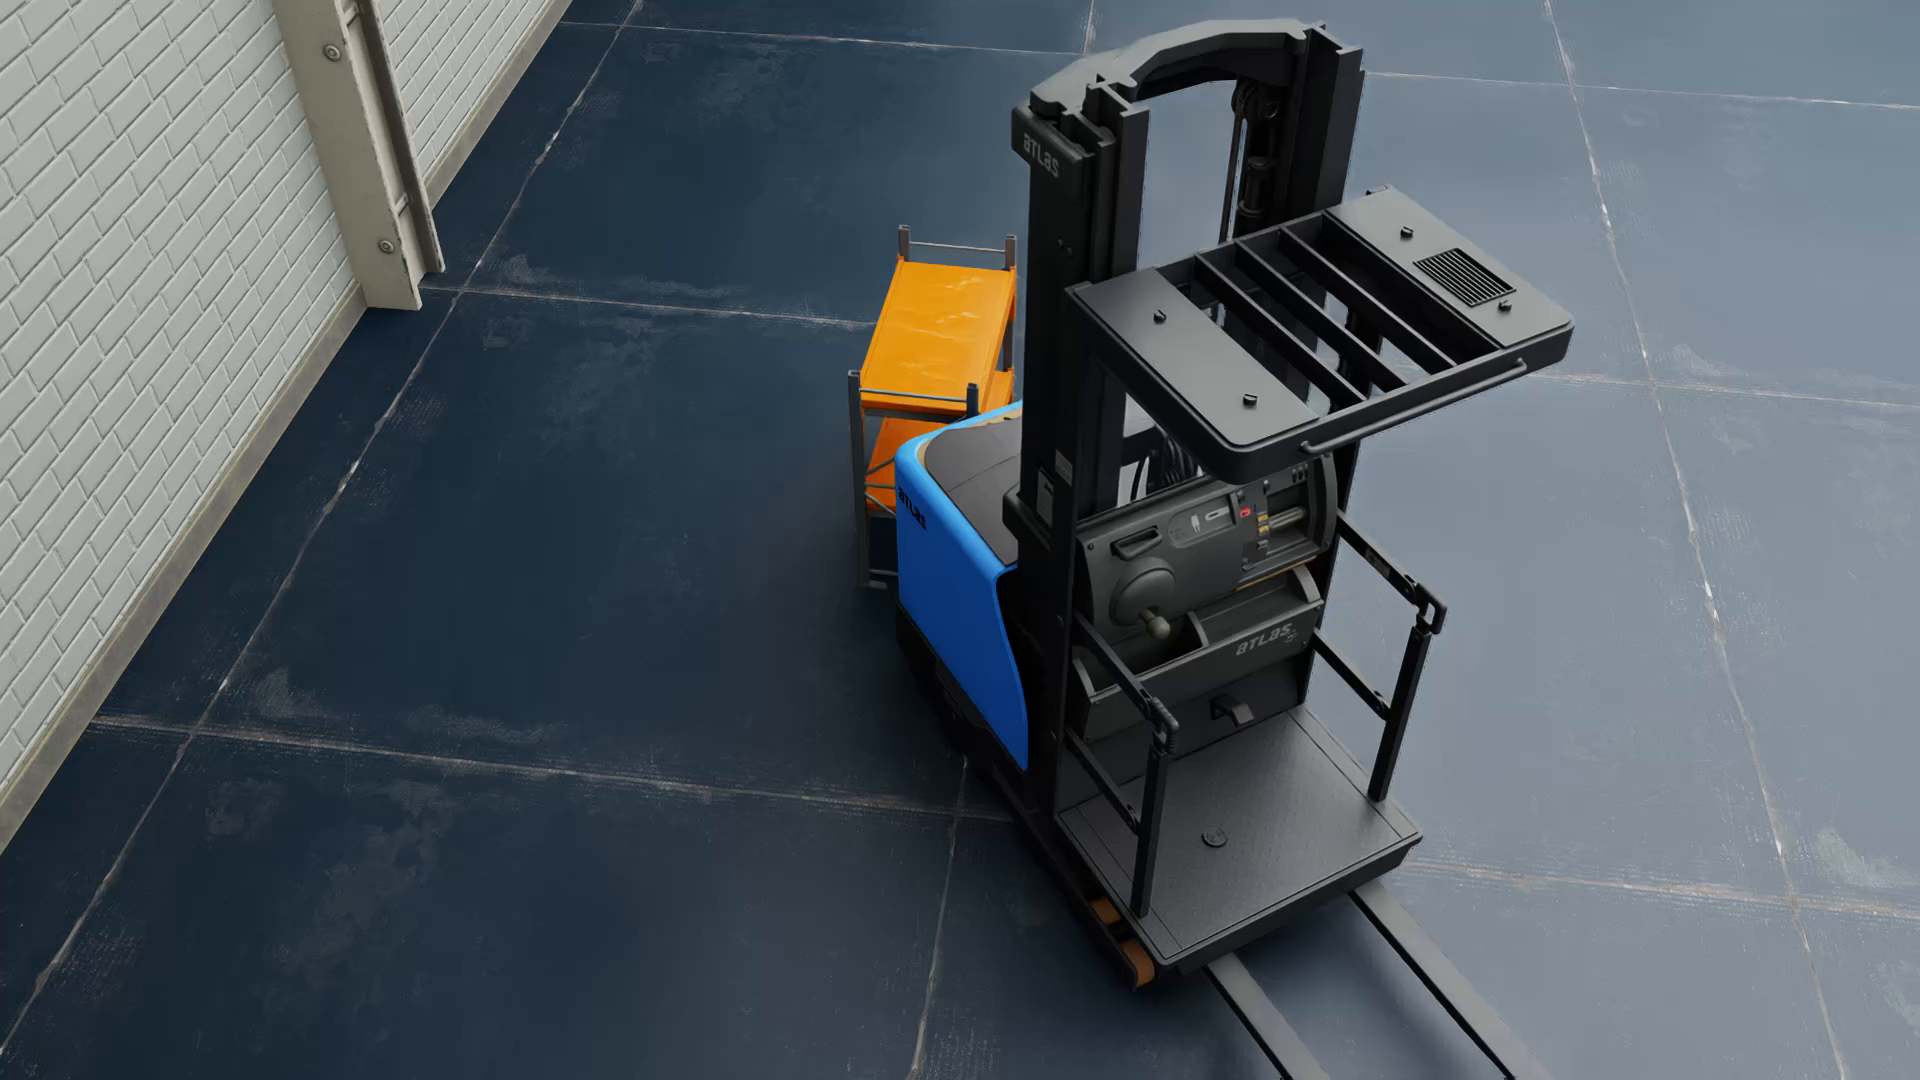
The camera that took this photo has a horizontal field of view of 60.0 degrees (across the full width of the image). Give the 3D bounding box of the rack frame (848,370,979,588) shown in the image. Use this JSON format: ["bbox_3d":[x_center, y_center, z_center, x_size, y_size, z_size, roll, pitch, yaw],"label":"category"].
[{"bbox_3d":[-0.177,-0.199,6.664,0.500,1.125,0.032,7,44,7],"label":"rack frame"}]

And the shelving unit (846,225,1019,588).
[{"bbox_3d":[-0.094,-0.544,7.028,0.538,1.125,1.048,7,44,7],"label":"shelving unit"}]

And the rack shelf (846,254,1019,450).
[{"bbox_3d":[-0.094,-0.756,6.827,0.538,0.278,1.000,7,44,7],"label":"rack shelf"}]

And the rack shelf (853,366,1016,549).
[{"bbox_3d":[-0.094,-0.366,7.196,0.538,0.278,1.000,7,44,7],"label":"rack shelf"}]

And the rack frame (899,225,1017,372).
[{"bbox_3d":[-0.011,-0.888,7.392,0.500,1.125,0.032,7,44,7],"label":"rack frame"}]

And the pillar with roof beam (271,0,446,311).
[{"bbox_3d":[1.369,-4.200,5.163,9.100,9.000,0.400,5,44,6],"label":"pillar with roof beam"}]

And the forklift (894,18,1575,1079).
[{"bbox_3d":[0.893,0.093,5.042,1.130,2.935,3.031,-21,47,-20],"label":"forklift"}]
